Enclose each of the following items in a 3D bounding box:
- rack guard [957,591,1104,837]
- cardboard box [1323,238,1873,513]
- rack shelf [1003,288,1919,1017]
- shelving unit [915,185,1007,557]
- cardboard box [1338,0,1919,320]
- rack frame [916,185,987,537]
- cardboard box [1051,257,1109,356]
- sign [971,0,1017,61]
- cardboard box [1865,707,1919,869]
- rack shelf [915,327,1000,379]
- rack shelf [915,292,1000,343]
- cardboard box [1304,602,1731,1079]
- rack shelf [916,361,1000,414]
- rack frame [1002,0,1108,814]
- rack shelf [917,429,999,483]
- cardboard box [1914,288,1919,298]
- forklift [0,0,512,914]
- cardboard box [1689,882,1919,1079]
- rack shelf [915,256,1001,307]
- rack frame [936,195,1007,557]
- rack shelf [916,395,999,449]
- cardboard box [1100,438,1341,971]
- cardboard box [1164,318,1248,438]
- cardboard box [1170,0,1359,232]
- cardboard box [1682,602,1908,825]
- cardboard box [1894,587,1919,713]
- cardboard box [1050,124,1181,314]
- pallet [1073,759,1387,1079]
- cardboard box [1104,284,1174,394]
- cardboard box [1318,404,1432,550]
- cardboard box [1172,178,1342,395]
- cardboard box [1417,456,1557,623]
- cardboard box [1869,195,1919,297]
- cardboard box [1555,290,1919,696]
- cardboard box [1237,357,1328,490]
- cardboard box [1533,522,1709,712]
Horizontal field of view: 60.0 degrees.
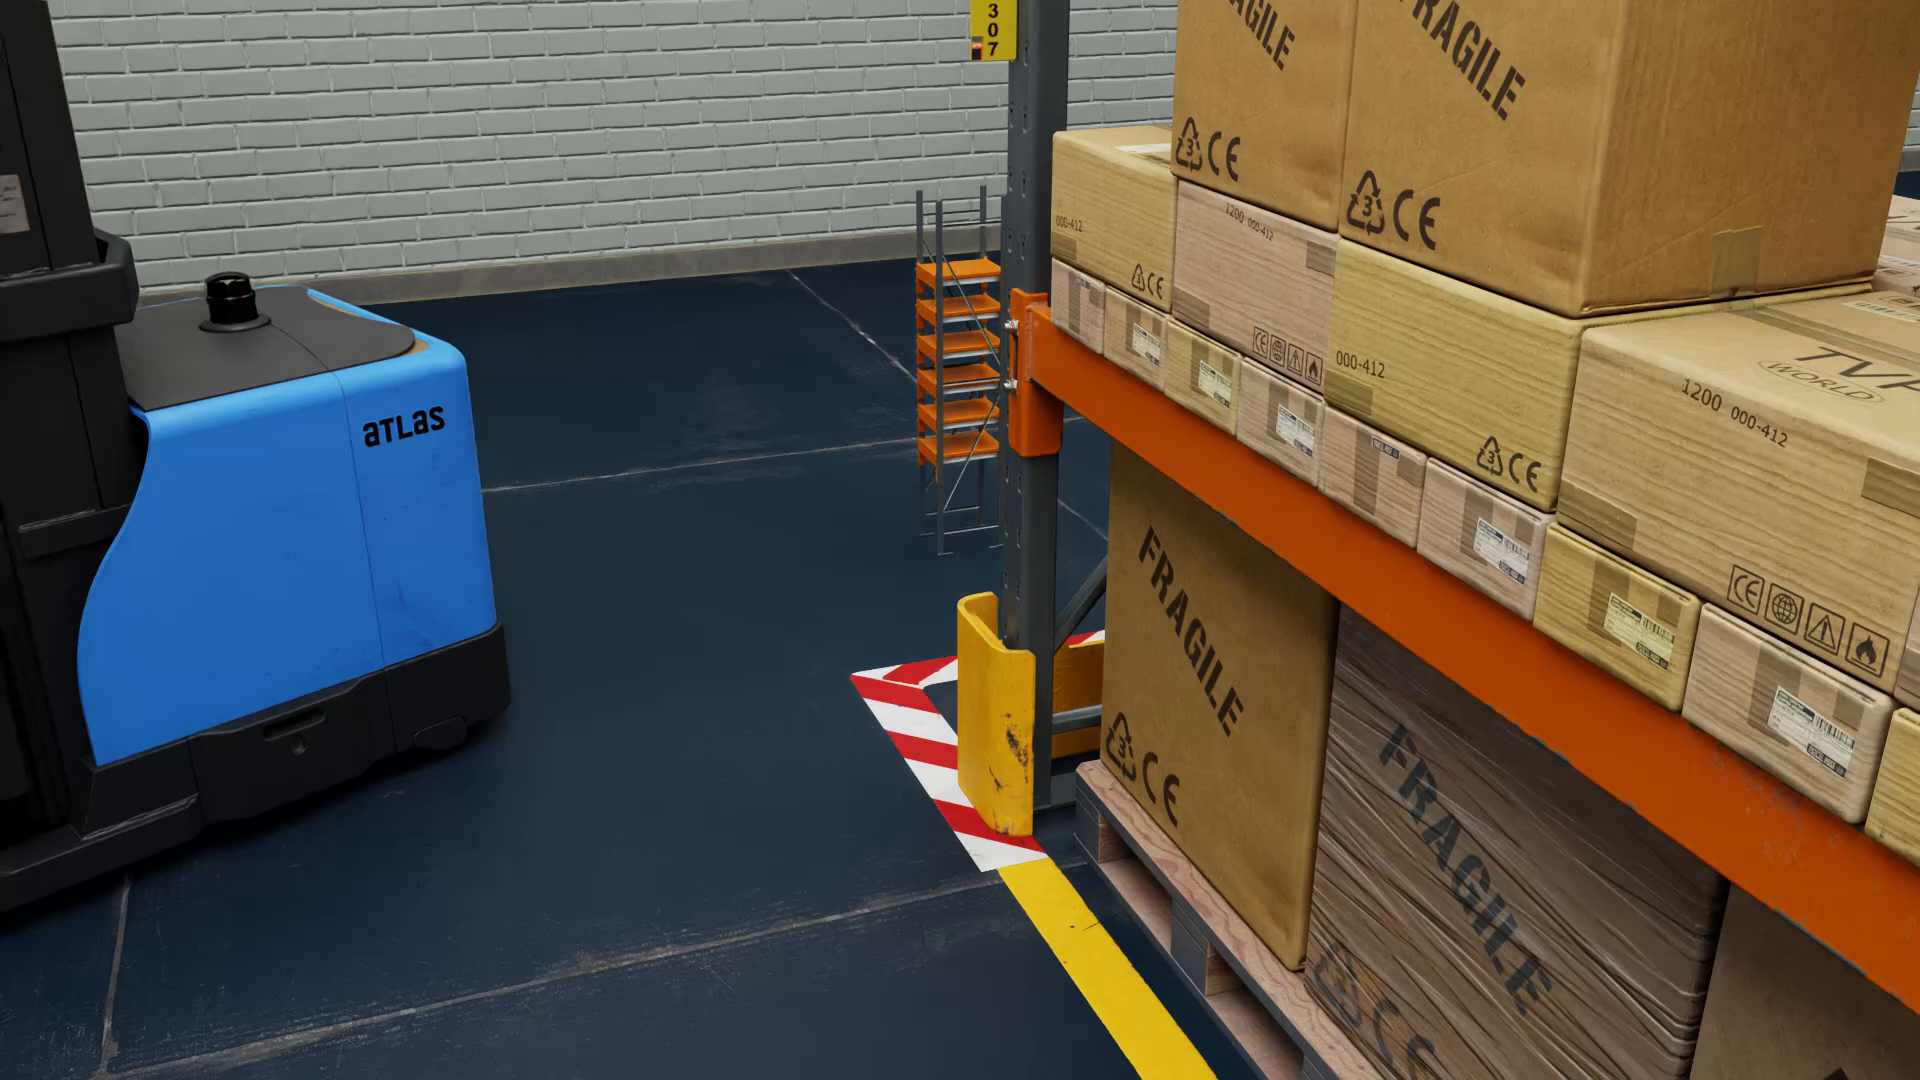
[{"bbox_3d":[0.582,0.357,4.260,1.175,0.500,0.348,-8,24,-19],"label":"rack guard"},{"bbox_3d":[0.872,-0.272,2.343,0.500,0.250,0.500,-9,25,-21],"label":"cardboard box"},{"bbox_3d":[1.297,0.272,2.169,1.077,0.370,4.000,-8,24,-19],"label":"rack shelf"},{"bbox_3d":[0.005,-0.548,5.504,0.258,1.200,0.189,-8,24,-19],"label":"shelving unit"},{"bbox_3d":[0.873,-0.619,2.202,0.500,0.500,0.500,-9,24,-20],"label":"cardboard box"},{"bbox_3d":[-0.027,-0.581,5.583,0.240,1.200,0.006,-8,24,-19],"label":"rack frame"},{"bbox_3d":[0.407,-0.496,3.389,0.380,0.149,0.250,-8,24,-18],"label":"cardboard box"},{"bbox_3d":[0.069,-1.148,3.395,0.100,0.325,0.005,-8,24,-19],"label":"sign"},{"bbox_3d":[1.135,0.250,1.618,0.380,0.149,0.250,-9,24,-20],"label":"cardboard box"},{"bbox_3d":[0.005,-0.617,5.475,0.258,0.103,0.180,-8,24,-19],"label":"rack shelf"},{"bbox_3d":[0.005,-0.728,5.429,0.258,0.103,0.180,-8,24,-19],"label":"rack shelf"},{"bbox_3d":[1.213,0.551,2.775,0.875,0.875,0.875,-8,24,-19],"label":"cardboard box"},{"bbox_3d":[0.005,-0.507,5.522,0.258,0.103,0.180,-8,24,-19],"label":"rack shelf"},{"bbox_3d":[0.591,-0.786,3.754,1.000,3.000,0.127,-8,24,-19],"label":"rack frame"},{"bbox_3d":[0.005,-0.286,5.615,0.258,0.103,0.180,-8,24,-19],"label":"rack shelf"},{"bbox_3d":[1.557,-0.157,2.070,0.500,0.250,0.500,-8,24,-19],"label":"cardboard box"},{"bbox_3d":[-2.620,-0.570,3.330,3.031,2.935,1.130,-21,31,-40],"label":"forklift"},{"bbox_3d":[1.528,0.875,2.008,0.875,0.875,0.875,-8,24,-19],"label":"cardboard box"},{"bbox_3d":[0.005,-0.838,5.382,0.258,0.103,0.180,-8,24,-19],"label":"rack shelf"},{"bbox_3d":[0.037,-0.514,5.426,0.240,1.200,0.006,-8,24,-19],"label":"rack frame"},{"bbox_3d":[0.005,-0.396,5.568,0.258,0.103,0.180,-8,24,-19],"label":"rack shelf"},{"bbox_3d":[0.892,0.221,3.559,0.875,0.875,0.875,-8,24,-19],"label":"cardboard box"},{"bbox_3d":[0.590,-0.310,2.948,0.380,0.149,0.250,-9,24,-20],"label":"cardboard box"},{"bbox_3d":[0.684,-0.807,2.647,0.500,0.500,0.500,-9,24,-20],"label":"cardboard box"},{"bbox_3d":[1.046,0.157,1.838,0.380,0.149,0.250,-8,24,-18],"label":"cardboard box"},{"bbox_3d":[1.237,0.101,1.457,0.500,0.250,0.500,-8,24,-18],"label":"cardboard box"},{"bbox_3d":[0.508,-0.643,3.224,0.500,0.250,0.500,-9,24,-20],"label":"cardboard box"},{"bbox_3d":[0.946,0.778,3.632,1.003,0.211,1.213,-8,24,-19],"label":"pallet"},{"bbox_3d":[0.499,-0.403,3.169,0.380,0.149,0.250,-9,24,-20],"label":"cardboard box"},{"bbox_3d":[0.772,-0.123,2.504,0.380,0.149,0.250,-9,24,-20],"label":"cardboard box"},{"bbox_3d":[0.698,-0.455,2.778,0.500,0.250,0.500,-9,24,-20],"label":"cardboard box"},{"bbox_3d":[0.864,-0.030,2.282,0.380,0.149,0.250,-9,24,-20],"label":"cardboard box"},{"bbox_3d":[1.369,-0.345,2.518,0.500,0.250,0.500,-9,25,-21],"label":"cardboard box"},{"bbox_3d":[1.061,-0.083,1.895,0.500,0.250,0.500,-9,24,-20],"label":"cardboard box"},{"bbox_3d":[0.683,-0.216,2.723,0.380,0.149,0.250,-9,24,-20],"label":"cardboard box"},{"bbox_3d":[0.952,0.062,2.064,0.380,0.149,0.250,-9,24,-20],"label":"cardboard box"}]
